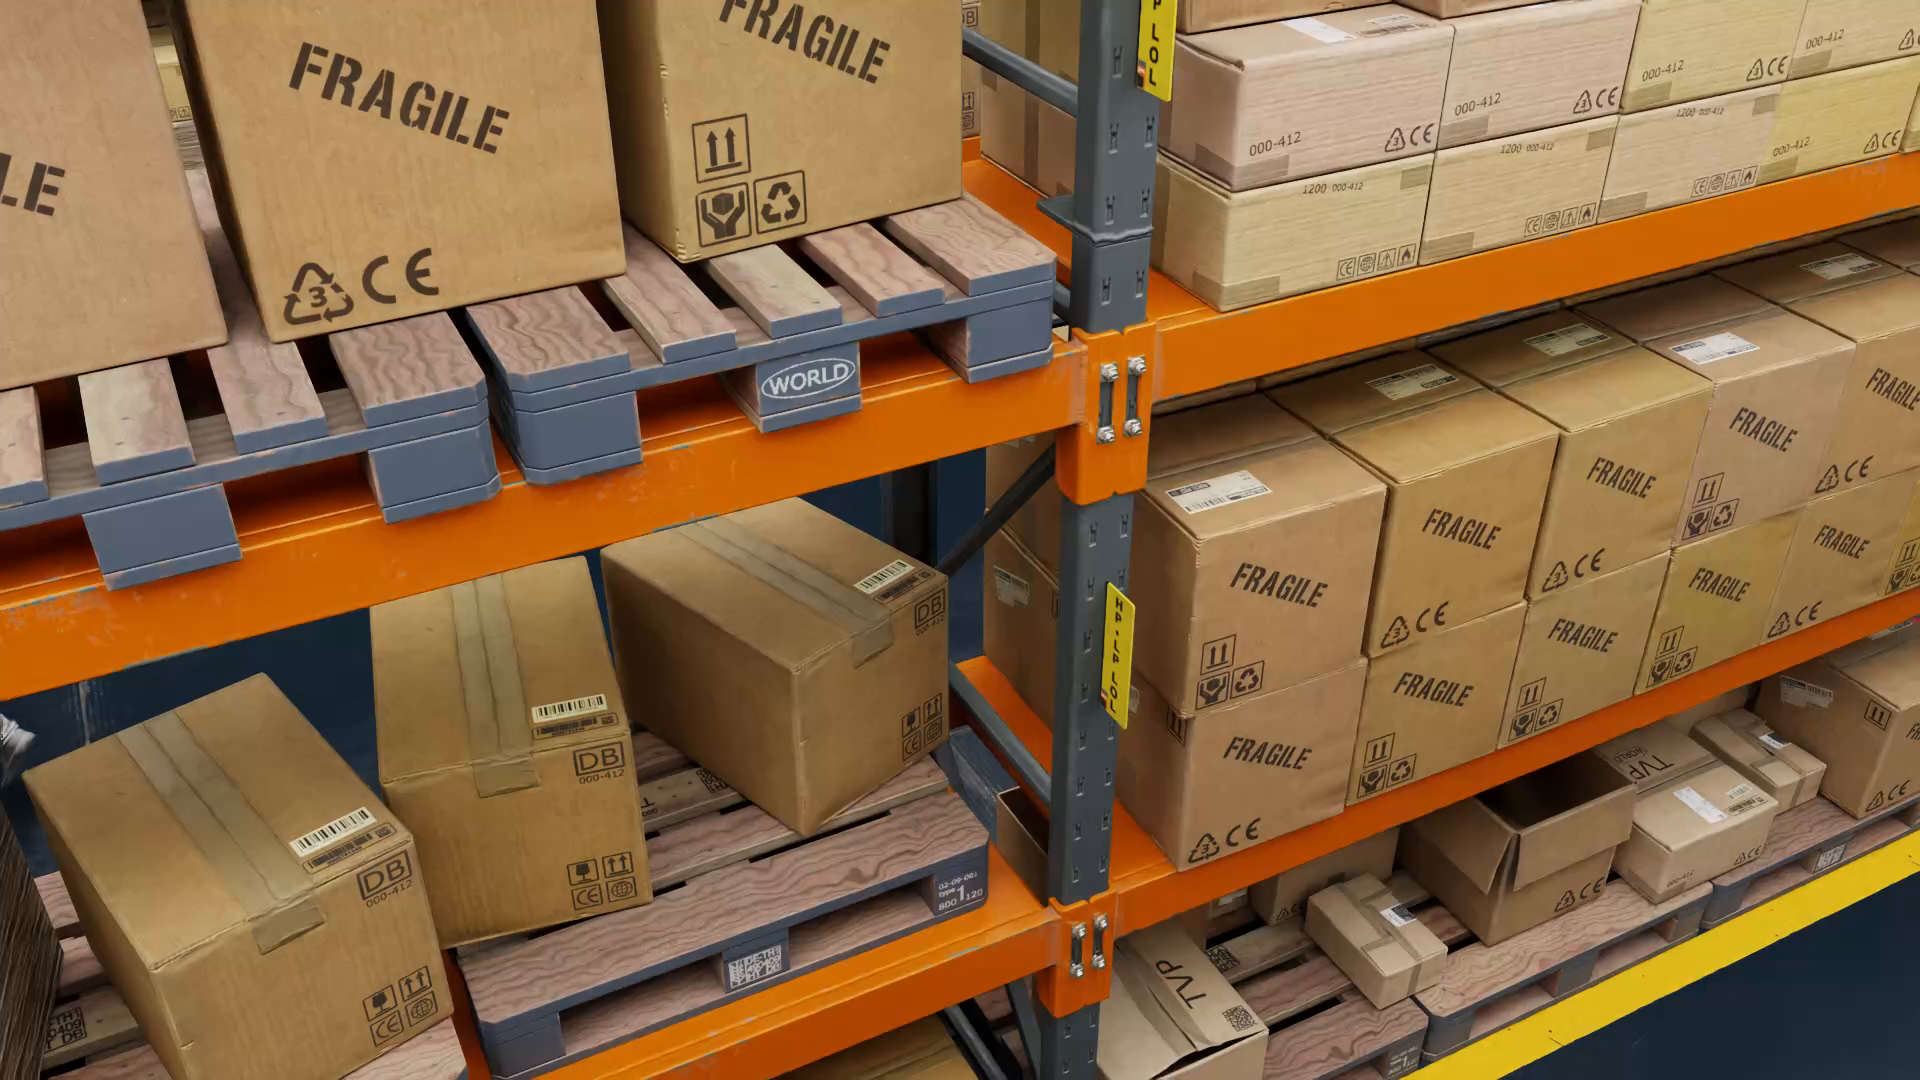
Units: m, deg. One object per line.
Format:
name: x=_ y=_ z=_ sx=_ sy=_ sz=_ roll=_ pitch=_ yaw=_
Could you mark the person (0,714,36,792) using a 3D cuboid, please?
person: x=-3.727 y=0.309 z=5.615 sx=0.729 sy=1.767 sz=0.557 roll=-3 pitch=33 yaw=-5
